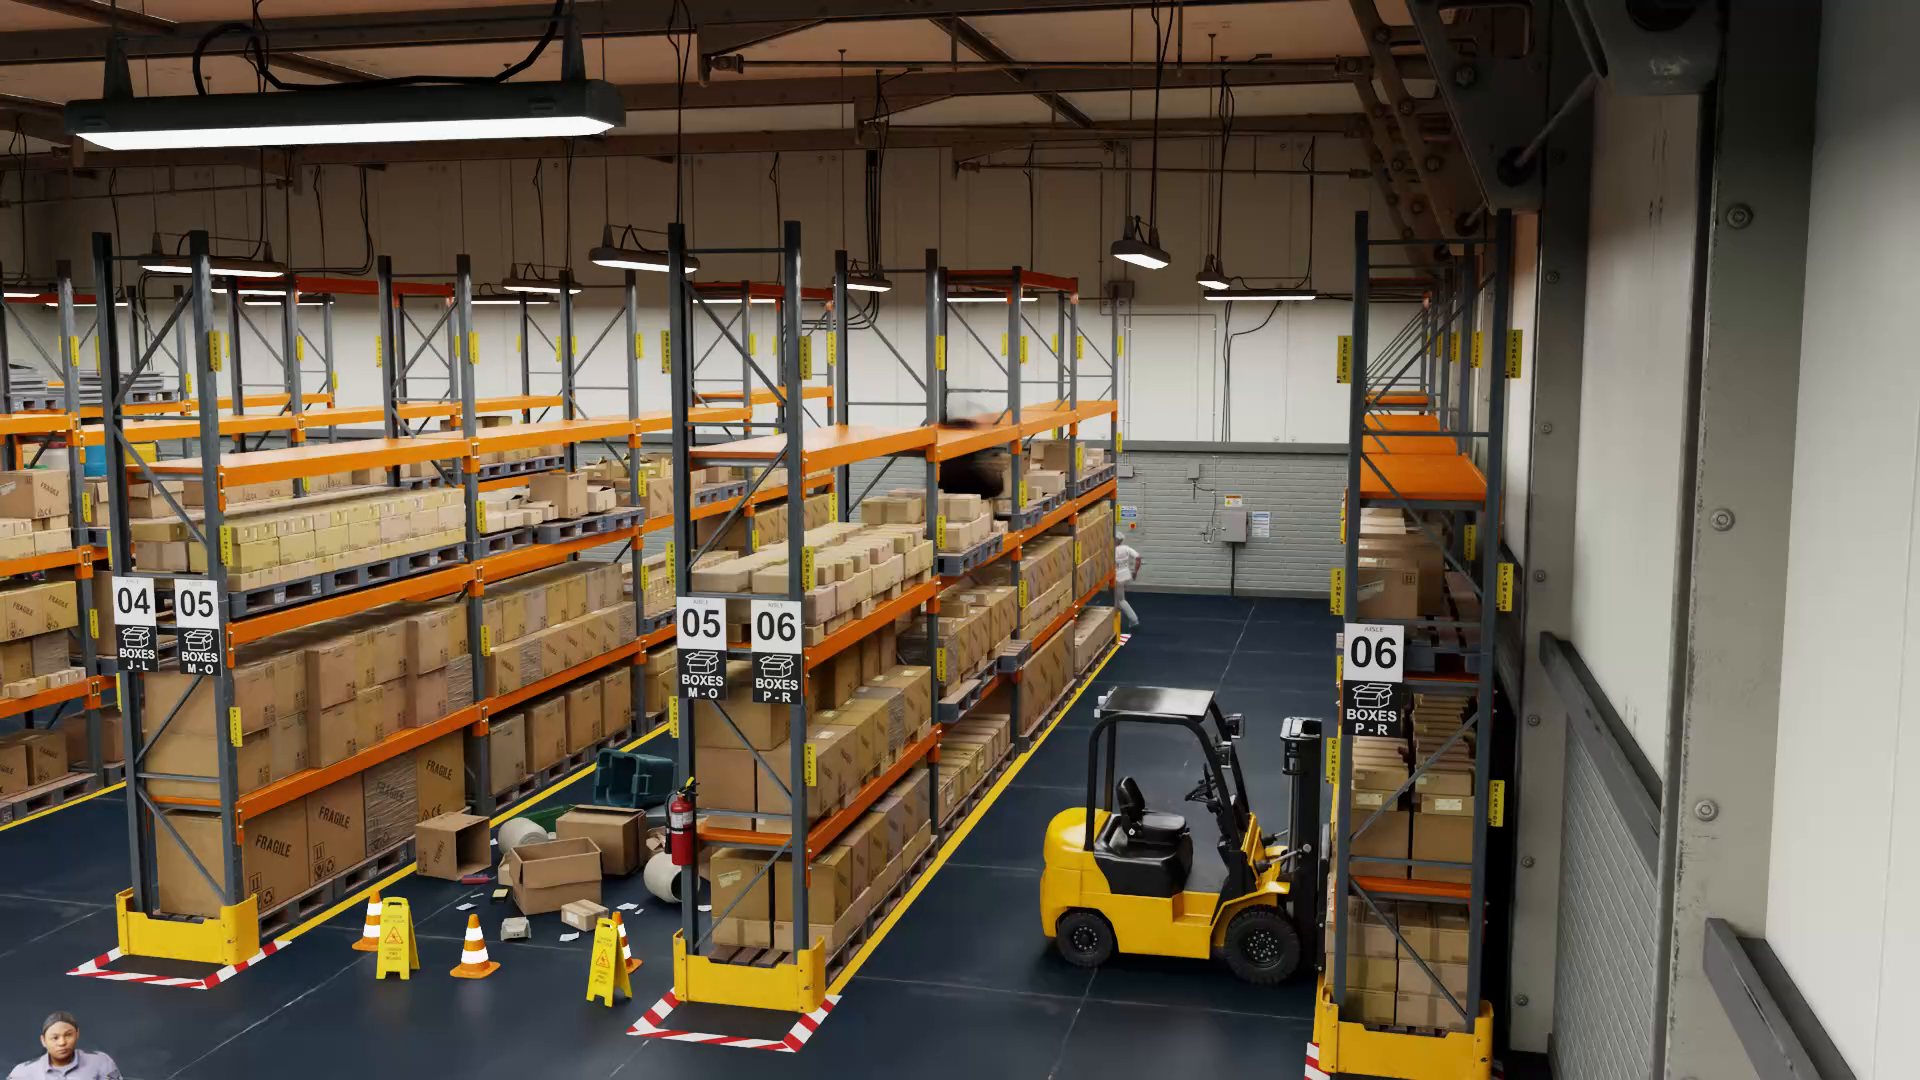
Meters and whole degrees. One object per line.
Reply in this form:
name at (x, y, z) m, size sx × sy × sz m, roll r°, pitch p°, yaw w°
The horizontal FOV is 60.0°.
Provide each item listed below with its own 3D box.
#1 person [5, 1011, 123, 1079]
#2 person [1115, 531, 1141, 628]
person at (-4.682, 3.275, 8.737) m, size 0.602 × 1.643 × 0.921 m, roll -5°, pitch 9°, yaw -35°
person at (2.756, 0.711, 29.337) m, size 0.673 × 1.781 × 0.890 m, roll -6°, pitch 9°, yaw -43°
